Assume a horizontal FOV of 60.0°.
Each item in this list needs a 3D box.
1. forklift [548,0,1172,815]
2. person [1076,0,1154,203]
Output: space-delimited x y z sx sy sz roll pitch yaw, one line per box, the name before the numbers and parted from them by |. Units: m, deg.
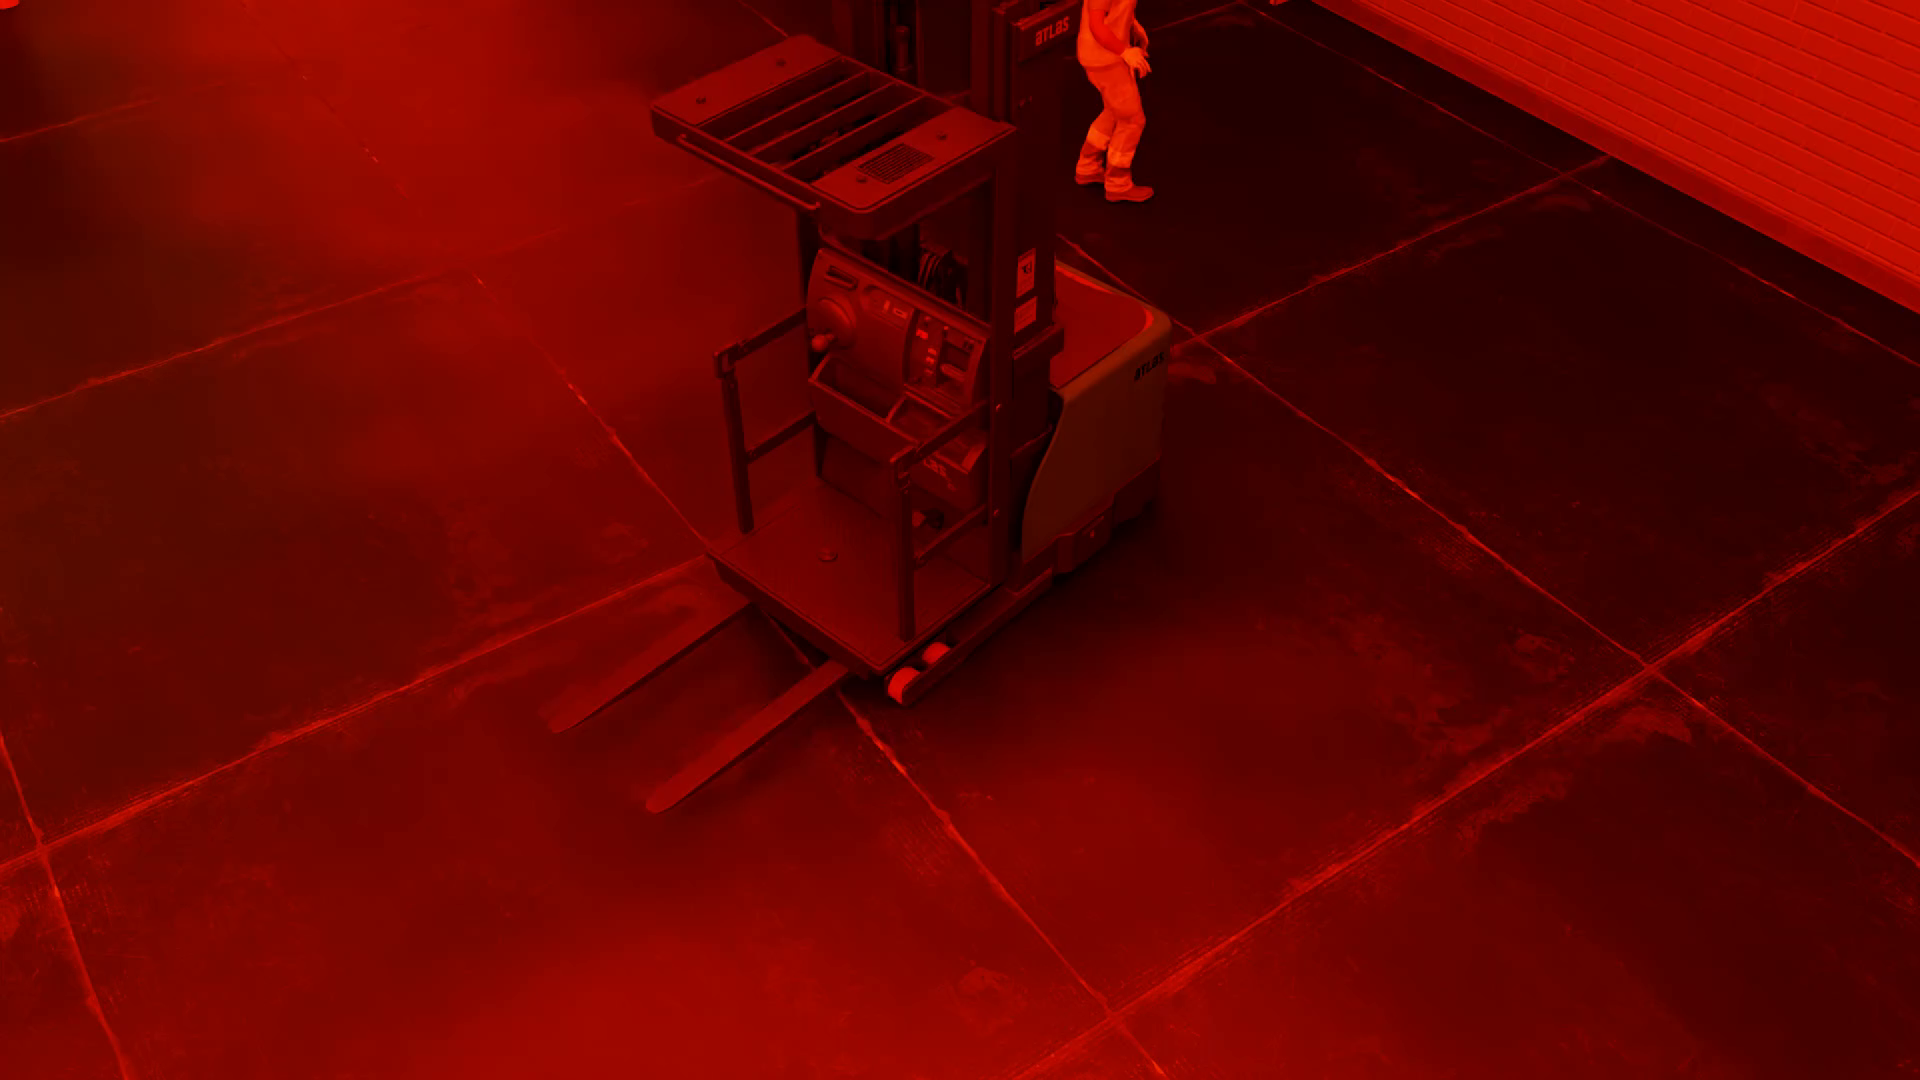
forklift | -0.405 -0.765 6.546 1.130 2.935 3.031 32 51 30
person | 0.933 -2.825 9.666 0.512 1.741 0.740 2 43 2
